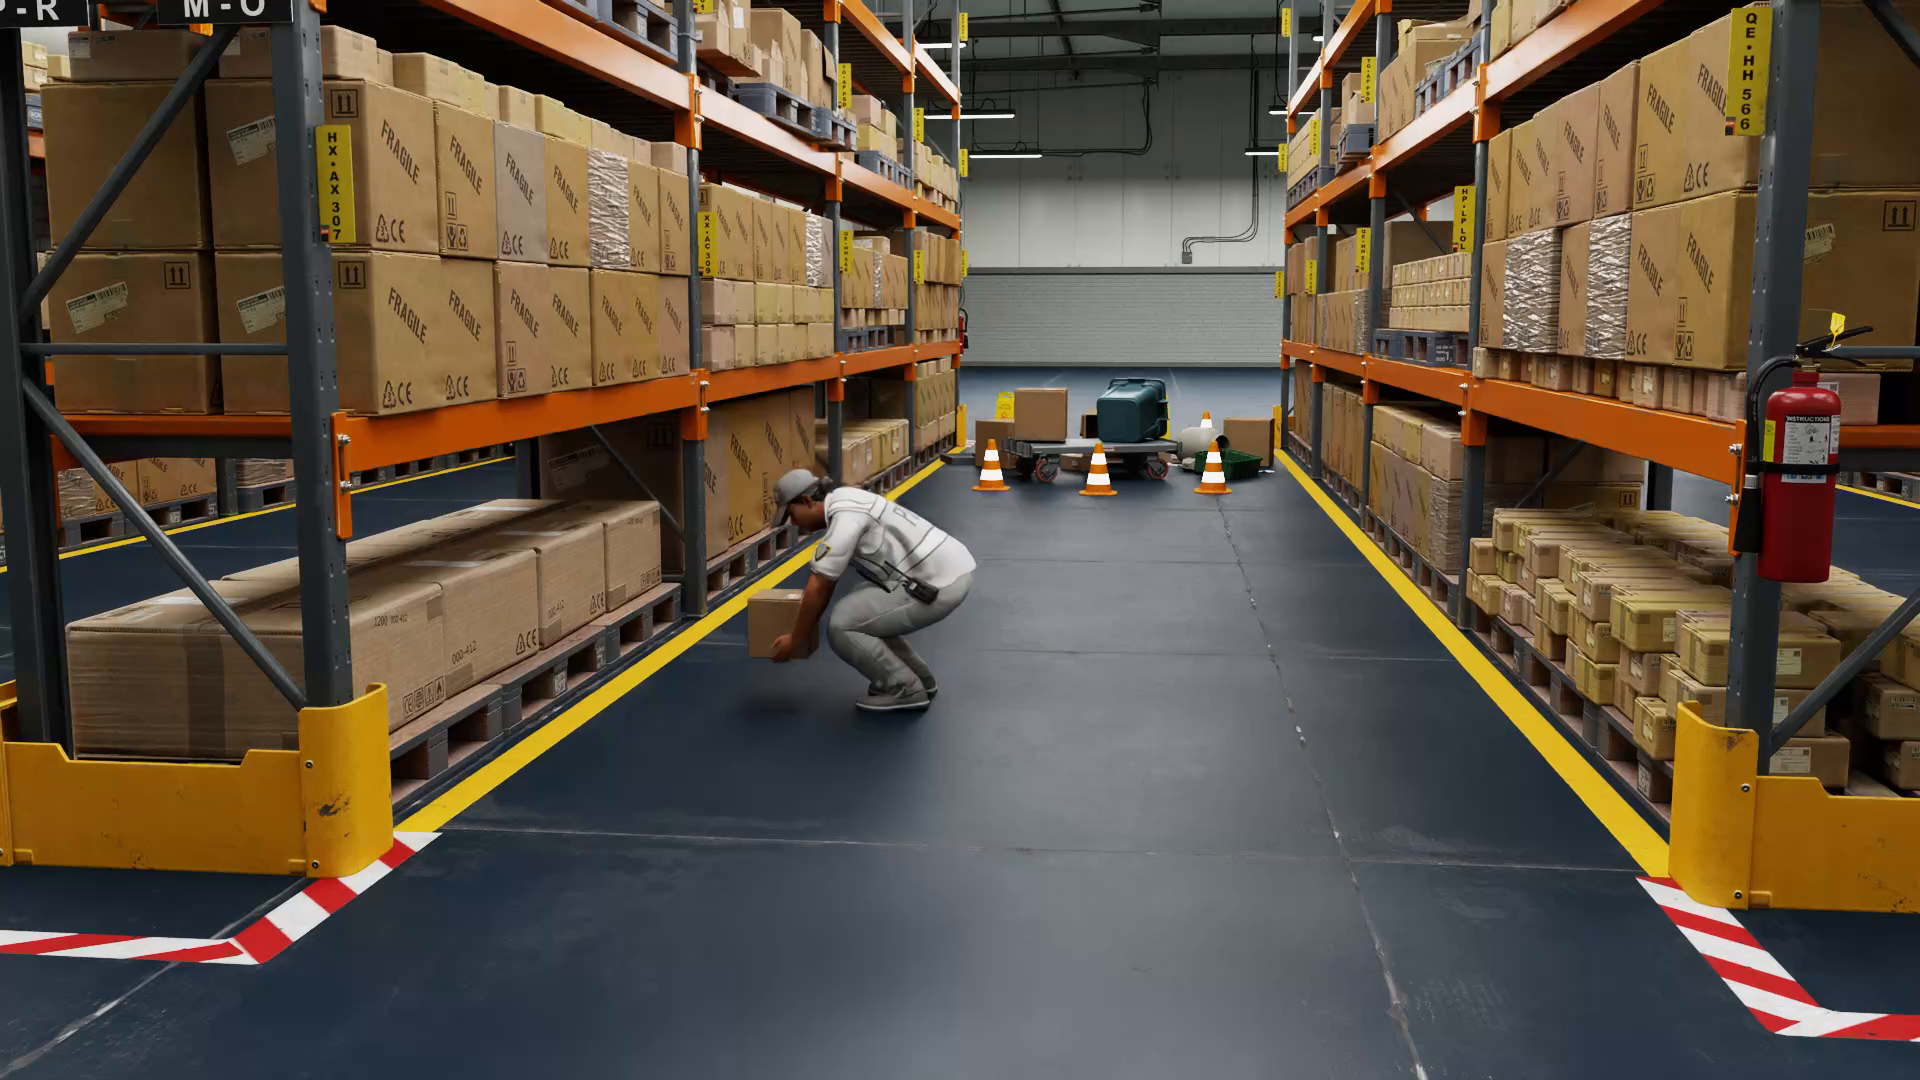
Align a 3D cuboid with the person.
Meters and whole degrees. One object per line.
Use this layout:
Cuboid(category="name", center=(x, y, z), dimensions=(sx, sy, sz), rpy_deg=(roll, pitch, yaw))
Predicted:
Cuboid(category="person", center=(-0.359, 0.197, 6.895), dimensions=(0.840, 0.986, 0.530), rpy_deg=(1, 8, 6))
